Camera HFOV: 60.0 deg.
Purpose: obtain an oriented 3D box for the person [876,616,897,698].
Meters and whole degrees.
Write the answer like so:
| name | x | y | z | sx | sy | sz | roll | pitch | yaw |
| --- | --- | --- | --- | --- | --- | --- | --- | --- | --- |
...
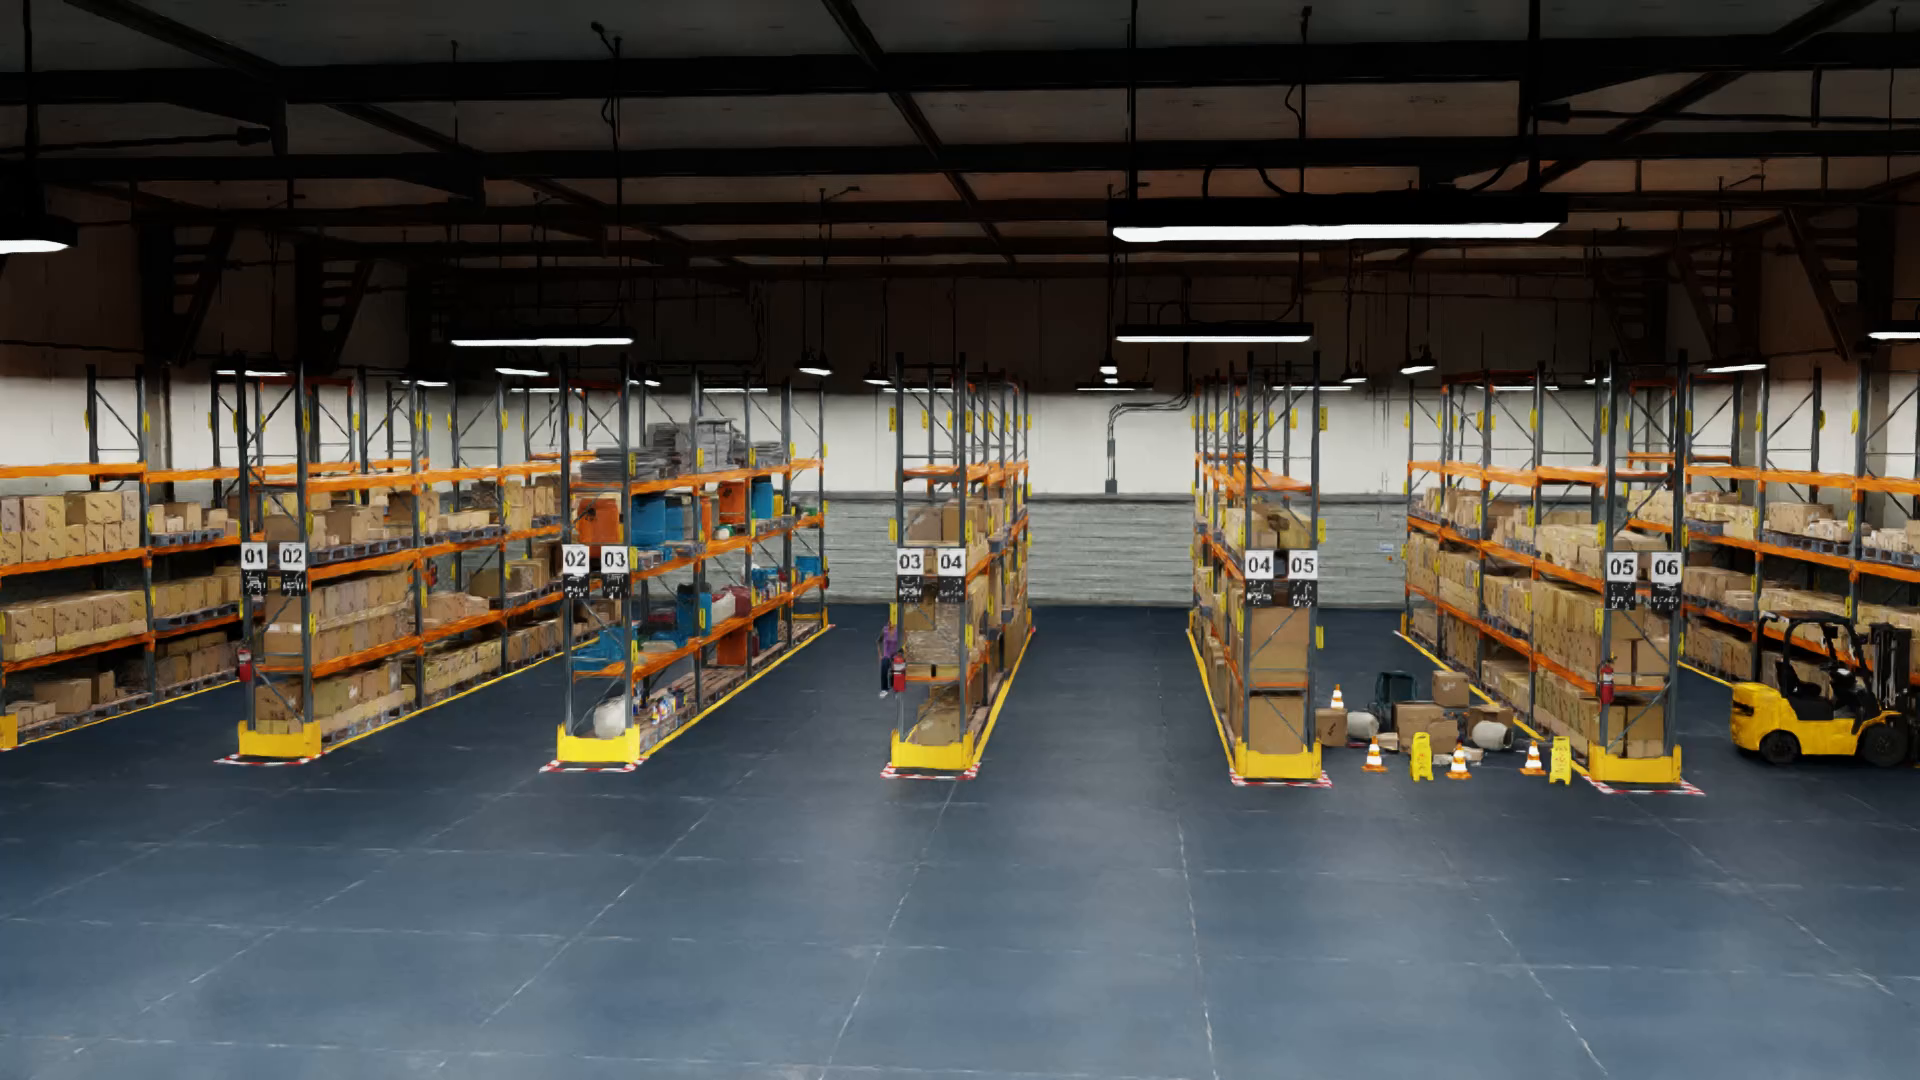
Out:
| name | x | y | z | sx | sy | sz | roll | pitch | yaw |
| --- | --- | --- | --- | --- | --- | --- | --- | --- | --- |
| person | -1.233 | 2.104 | 30.051 | 0.566 | 1.541 | 0.519 | 0 | 4 | 3 |

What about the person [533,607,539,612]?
| name | x | y | z | sx | sy | sz | roll | pitch | yaw |
| --- | --- | --- | --- | --- | --- | --- | --- | --- | --- |
| person | -10.447 | 1.277 | 40.485 | 0.482 | 1.674 | 0.486 | 3 | 5 | 35 |

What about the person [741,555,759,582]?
| name | x | y | z | sx | sy | sz | roll | pitch | yaw |
| --- | --- | --- | --- | --- | --- | --- | --- | --- | --- |
| person | -5.377 | 1.163 | 42.727 | 0.497 | 1.583 | 1.090 | 1 | 4 | 8 |
